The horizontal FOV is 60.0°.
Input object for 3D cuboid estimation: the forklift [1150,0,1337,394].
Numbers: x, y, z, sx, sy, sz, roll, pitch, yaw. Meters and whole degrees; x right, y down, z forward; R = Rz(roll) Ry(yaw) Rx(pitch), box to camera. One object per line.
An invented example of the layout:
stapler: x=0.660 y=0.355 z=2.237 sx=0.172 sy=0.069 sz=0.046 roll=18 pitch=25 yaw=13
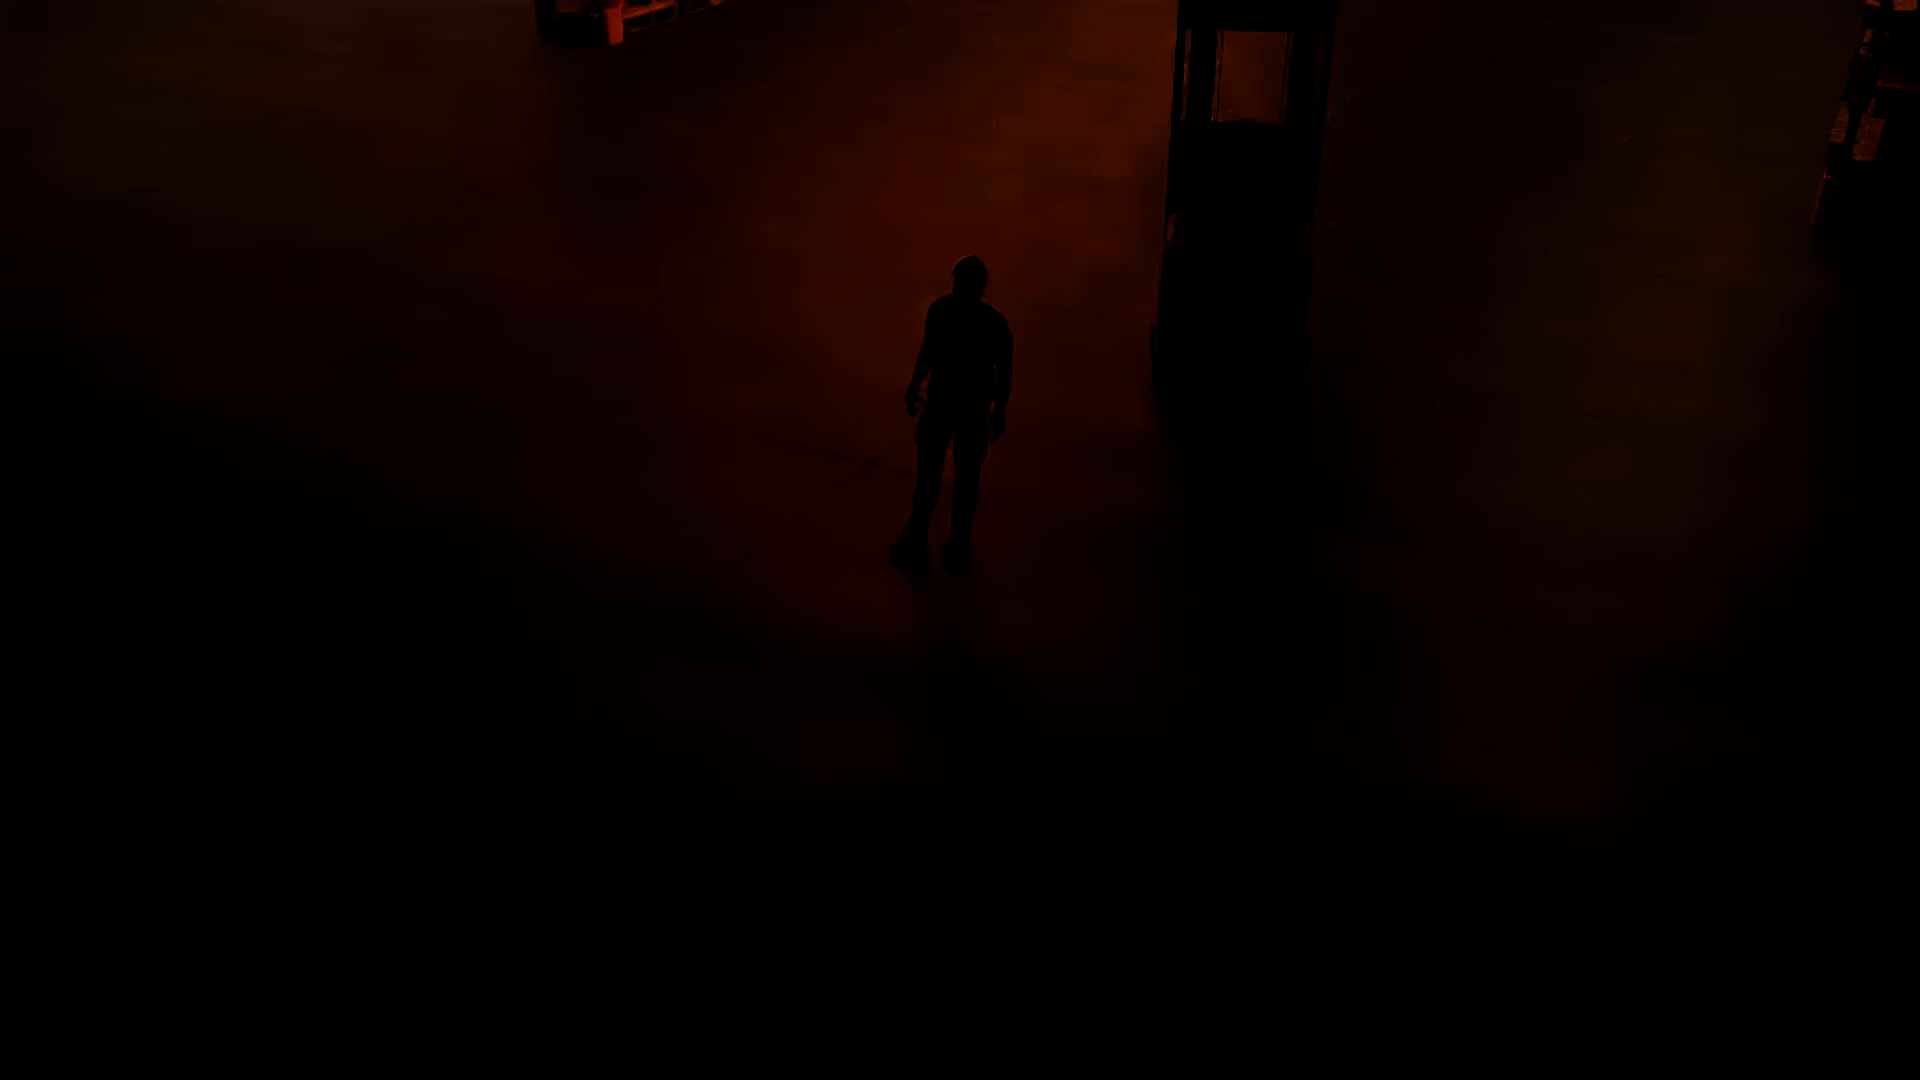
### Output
forklift: x=2.108 y=-3.006 z=12.279 sx=1.130 sy=2.935 sz=3.031 roll=4 pitch=30 yaw=8

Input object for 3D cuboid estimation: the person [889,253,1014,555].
person: x=-0.049 y=-0.748 z=9.496 sx=0.637 sy=1.787 sz=0.563 roll=15 pitch=33 yaw=25
